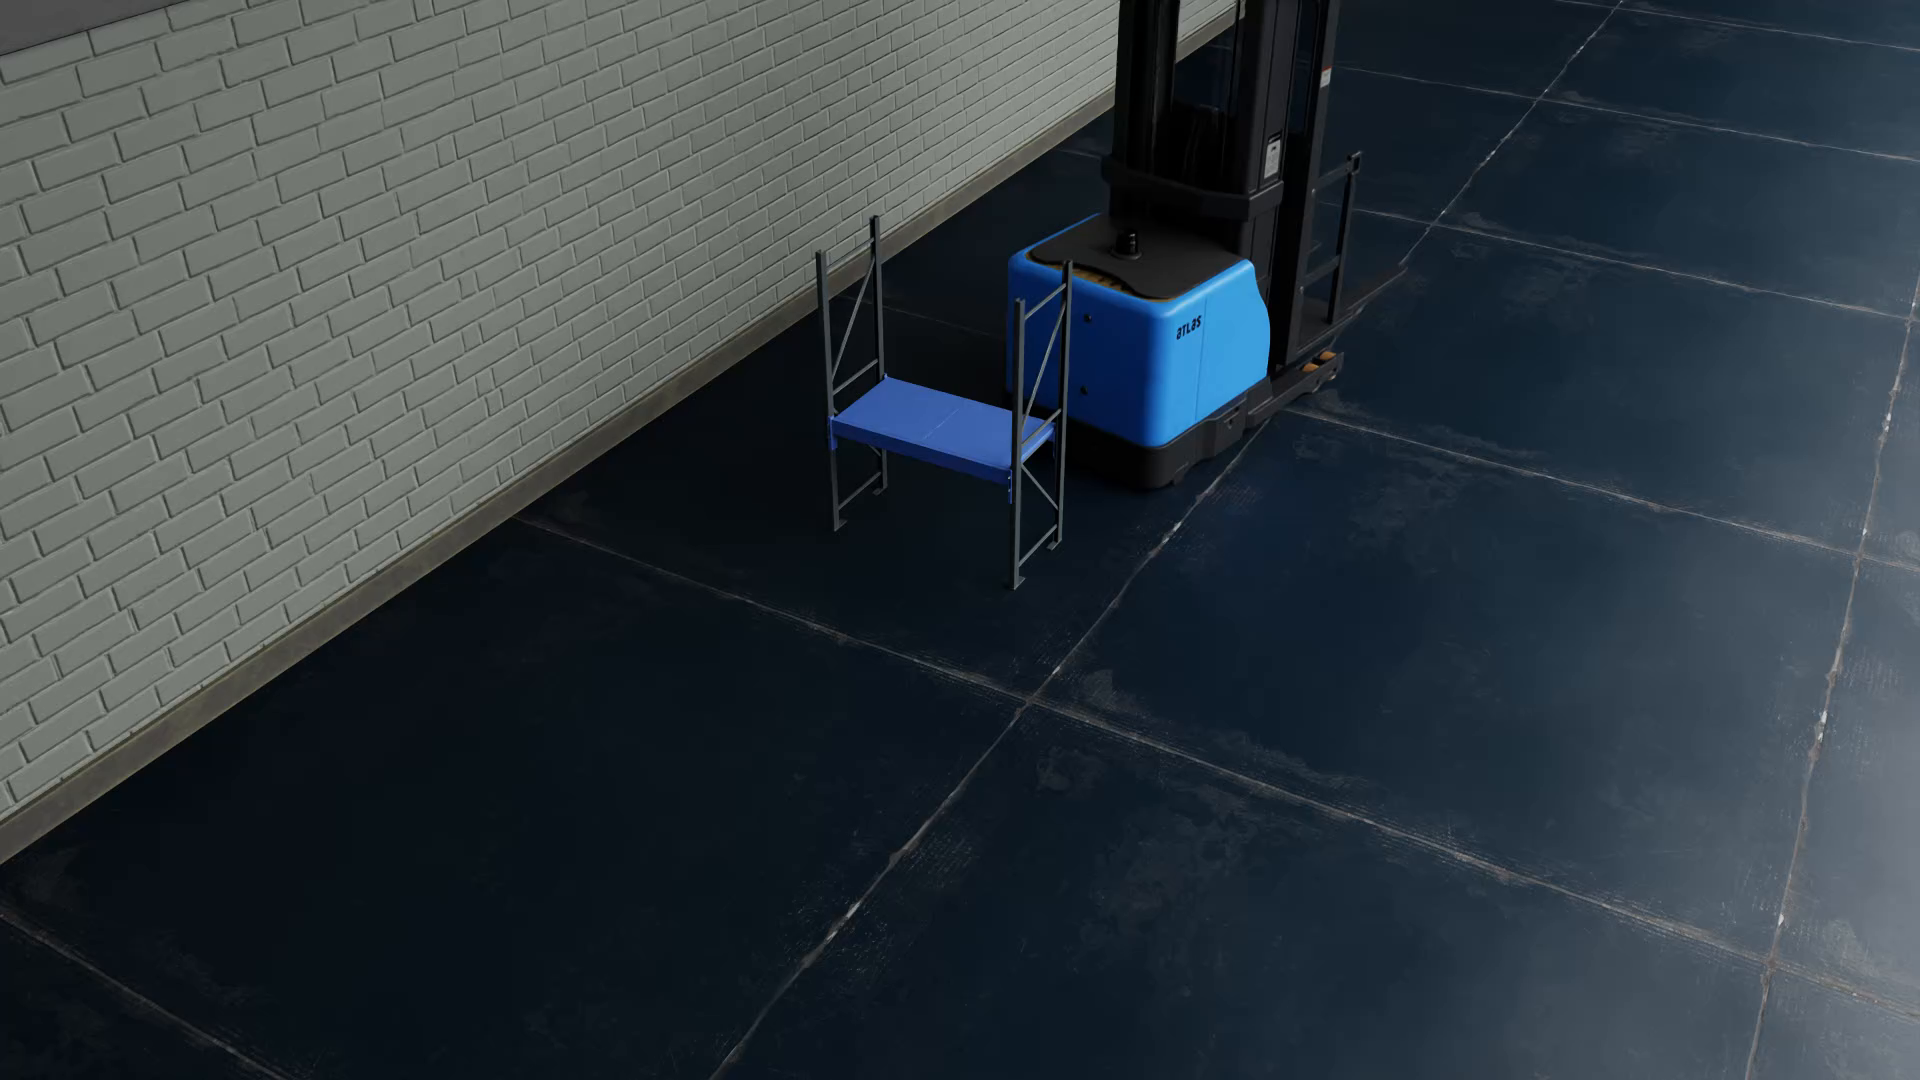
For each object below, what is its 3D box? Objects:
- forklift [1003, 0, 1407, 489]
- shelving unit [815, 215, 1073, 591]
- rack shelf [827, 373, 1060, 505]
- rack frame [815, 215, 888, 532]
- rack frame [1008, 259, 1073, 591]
[{"bbox_3d":[1.568,-2.225,8.947,1.130,2.935,3.031,25,41,33],"label":"forklift"},{"bbox_3d":[-0.074,-0.648,7.870,1.048,1.500,0.538,18,37,24],"label":"shelving unit"},{"bbox_3d":[-0.074,-0.498,7.969,1.000,0.185,0.538,18,37,24],"label":"rack shelf"},{"bbox_3d":[-0.515,-0.788,8.079,0.032,1.500,0.500,18,37,24],"label":"rack frame"},{"bbox_3d":[0.367,-0.508,7.660,0.032,1.500,0.500,18,37,24],"label":"rack frame"}]
